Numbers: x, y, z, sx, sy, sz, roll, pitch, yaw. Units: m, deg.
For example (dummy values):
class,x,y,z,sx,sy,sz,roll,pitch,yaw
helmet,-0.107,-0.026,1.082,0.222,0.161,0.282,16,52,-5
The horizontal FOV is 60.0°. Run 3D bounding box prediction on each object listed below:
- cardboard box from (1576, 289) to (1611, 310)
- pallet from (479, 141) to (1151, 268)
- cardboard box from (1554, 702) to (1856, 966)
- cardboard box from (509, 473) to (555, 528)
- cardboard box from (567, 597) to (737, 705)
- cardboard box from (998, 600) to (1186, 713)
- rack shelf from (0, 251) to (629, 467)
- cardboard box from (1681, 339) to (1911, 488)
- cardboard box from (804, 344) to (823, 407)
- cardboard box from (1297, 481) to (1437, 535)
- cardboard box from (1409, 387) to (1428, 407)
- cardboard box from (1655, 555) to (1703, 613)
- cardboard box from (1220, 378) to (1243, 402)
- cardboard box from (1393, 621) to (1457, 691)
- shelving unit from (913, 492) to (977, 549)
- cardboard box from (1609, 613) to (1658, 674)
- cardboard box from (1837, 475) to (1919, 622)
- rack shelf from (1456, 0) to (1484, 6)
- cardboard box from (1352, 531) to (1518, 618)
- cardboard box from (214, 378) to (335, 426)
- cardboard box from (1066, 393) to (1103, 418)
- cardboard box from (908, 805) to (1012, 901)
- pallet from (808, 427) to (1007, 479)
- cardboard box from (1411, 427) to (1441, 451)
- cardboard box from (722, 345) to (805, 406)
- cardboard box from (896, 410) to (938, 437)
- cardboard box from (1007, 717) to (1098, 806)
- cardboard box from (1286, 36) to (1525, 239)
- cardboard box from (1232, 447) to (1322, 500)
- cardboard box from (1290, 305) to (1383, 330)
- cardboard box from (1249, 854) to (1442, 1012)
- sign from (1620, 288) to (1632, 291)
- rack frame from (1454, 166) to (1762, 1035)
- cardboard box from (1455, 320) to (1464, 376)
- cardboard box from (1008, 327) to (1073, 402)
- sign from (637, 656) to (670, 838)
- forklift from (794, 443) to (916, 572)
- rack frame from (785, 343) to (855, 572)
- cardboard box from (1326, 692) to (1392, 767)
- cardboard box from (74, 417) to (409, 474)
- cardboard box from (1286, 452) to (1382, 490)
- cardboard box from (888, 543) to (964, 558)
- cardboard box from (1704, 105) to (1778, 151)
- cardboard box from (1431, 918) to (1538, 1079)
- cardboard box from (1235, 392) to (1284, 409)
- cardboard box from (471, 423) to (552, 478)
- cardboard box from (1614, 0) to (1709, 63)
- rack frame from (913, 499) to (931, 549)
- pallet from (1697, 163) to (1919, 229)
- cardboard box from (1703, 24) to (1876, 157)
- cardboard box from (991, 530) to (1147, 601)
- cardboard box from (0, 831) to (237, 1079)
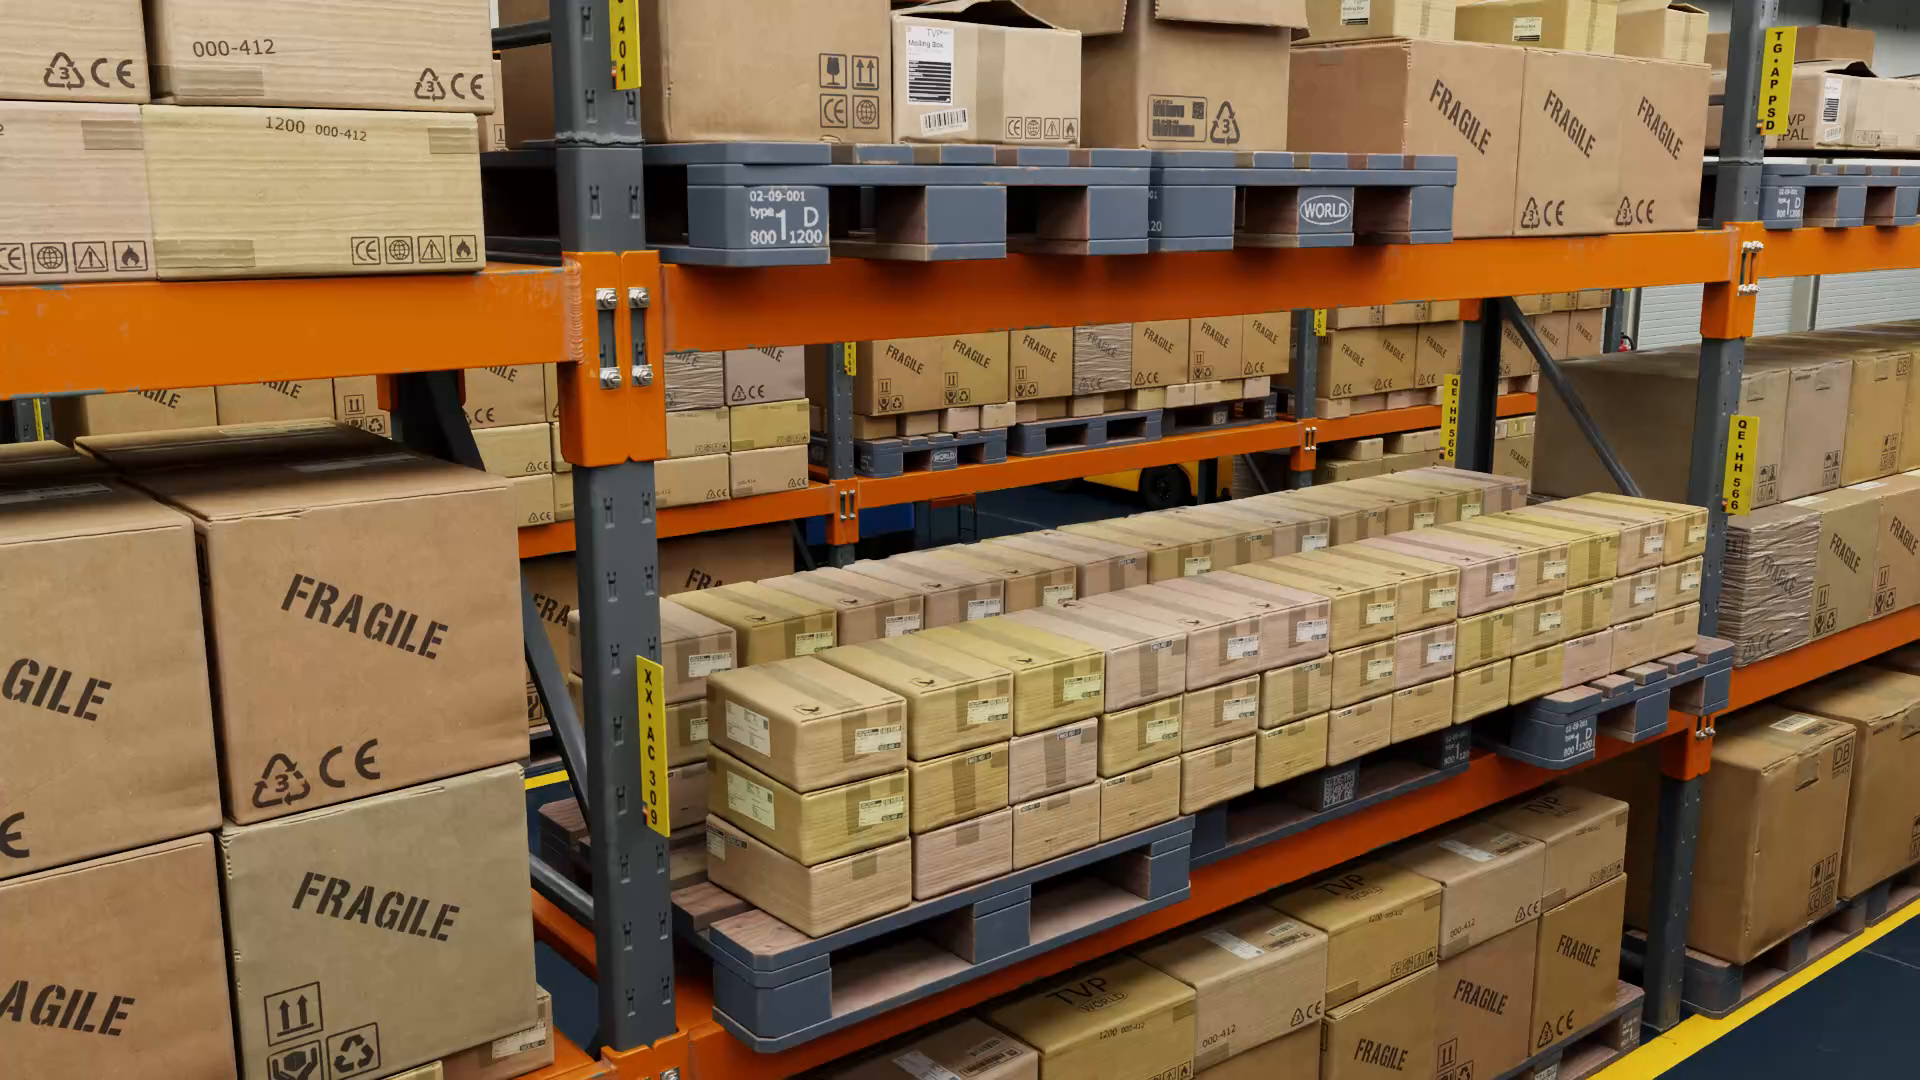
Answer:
class,x,y,z,sx,sy,sz,roll,pitch,yaw
cardboard box,5.028,-2.214,13.972,0.500,0.500,0.700,-10,16,-39
pallet,-0.360,-0.724,3.547,1.003,0.211,1.213,-9,15,-38
cardboard box,2.747,1.026,6.481,0.750,0.750,1.050,-10,15,-38
cardboard box,-2.362,-0.211,8.262,0.500,0.250,0.500,-10,15,-39
cardboard box,-0.717,0.257,3.859,0.250,0.149,0.380,-9,15,-35
cardboard box,0.299,0.262,3.834,0.250,0.149,0.380,-10,15,-38
rack shelf,-2.470,-0.142,2.085,4.000,0.370,1.077,-9,15,-38
cardboard box,3.365,-0.532,6.766,0.500,0.500,0.700,-10,15,-39
cardboard box,-0.775,-1.098,10.112,0.500,0.500,0.500,-10,16,-39
cardboard box,1.331,-0.083,5.461,0.250,0.149,0.380,-10,15,-38
cardboard box,3.370,-1.126,12.816,0.250,0.149,0.380,-10,15,-38
cardboard box,2.114,0.105,5.290,0.250,0.149,0.380,-9,15,-37
cardboard box,1.721,-1.053,11.461,0.250,0.149,0.380,-10,16,-39
cardboard box,1.108,0.273,4.500,0.250,0.149,0.380,-9,15,-36
shelving unit,-0.129,-0.565,13.903,0.503,1.200,0.258,-9,15,-38
cardboard box,1.922,0.283,5.168,0.250,0.149,0.380,-9,15,-38
cardboard box,3.524,0.000,6.666,0.500,0.500,0.500,-9,15,-38
rack shelf,3.729,-3.954,12.826,4.000,0.370,1.077,-9,15,-38
cardboard box,1.319,0.091,4.638,0.250,0.149,0.380,-9,15,-38
cardboard box,-3.176,-0.694,7.530,0.500,0.500,0.500,-10,15,-38
cardboard box,0.706,-0.891,10.697,0.250,0.149,0.380,-9,15,-36
cardboard box,-0.100,0.618,3.589,0.250,0.149,0.380,-9,15,-37
pallet,-0.466,-0.610,10.244,1.003,0.211,1.213,-9,15,-38
cardboard box,3.540,-0.800,12.915,0.250,0.149,0.380,-8,15,-34
cardboard box,-1.196,-1.023,9.077,0.500,0.500,0.500,-10,16,-39
cardboard box,-0.344,-0.720,9.893,0.250,0.149,0.380,-11,16,-41
cardboard box,0.089,0.442,3.703,0.250,0.149,0.380,-9,15,-36
cardboard box,1.153,-1.074,4.505,0.500,0.500,0.500,-9,15,-38
cardboard box,2.462,-0.461,12.882,0.500,0.500,0.500,-10,15,-38
cardboard box,2.646,-1.819,12.110,0.500,0.500,0.700,-10,15,-38
cardboard box,1.051,1.108,4.892,0.500,0.250,0.500,-9,15,-36
sign,5.622,-2.261,14.007,0.005,0.325,0.100,-9,15,-38
rack frame,2.215,0.195,5.988,0.127,3.000,1.000,-9,15,-38
cardboard box,3.845,-1.521,13.112,0.500,0.500,0.500,-9,15,-37
cardboard box,0.353,-1.154,10.374,0.500,0.500,0.500,-9,15,-37
sign,-0.563,0.378,3.044,0.005,0.325,0.100,-9,15,-38
forklift,-1.818,-1.117,12.332,3.031,2.935,1.130,-9,15,-38
rack frame,-0.956,-0.595,9.707,0.127,3.000,1.000,-9,15,-38
cardboard box,0.902,0.453,4.369,0.250,0.149,0.380,-10,16,-40
cardboard box,-1.413,0.050,3.309,0.500,0.500,0.500,-9,15,-36
cardboard box,2.797,-0.374,12.470,0.500,0.500,0.500,-9,15,-35
cardboard box,0.063,0.317,10.731,0.625,0.372,0.950,-10,15,-39
cardboard box,2.576,-1.421,5.730,0.250,0.149,0.380,-10,16,-40
cardboard box,1.457,1.407,5.288,0.500,0.500,0.500,-9,15,-35
cardboard box,2.228,-1.082,12.607,0.250,0.149,0.380,-10,15,-38
cardboard box,-2.366,-0.457,8.219,0.500,0.250,0.500,-10,16,-39
cardboard box,2.062,-1.601,5.141,0.258,0.266,0.396,-9,15,-38
rack frame,-0.320,-0.534,13.754,0.015,1.200,0.240,-9,15,-38
pallet,2.685,-1.272,6.130,1.003,0.211,1.213,-9,15,-35
cardboard box,3.398,-1.846,6.888,0.500,0.500,0.500,-9,15,-38
cardboard box,0.302,0.088,4.655,0.250,0.149,0.380,-10,16,-40
cardboard box,-1.516,0.696,2.675,0.500,0.500,0.500,-10,16,-39
